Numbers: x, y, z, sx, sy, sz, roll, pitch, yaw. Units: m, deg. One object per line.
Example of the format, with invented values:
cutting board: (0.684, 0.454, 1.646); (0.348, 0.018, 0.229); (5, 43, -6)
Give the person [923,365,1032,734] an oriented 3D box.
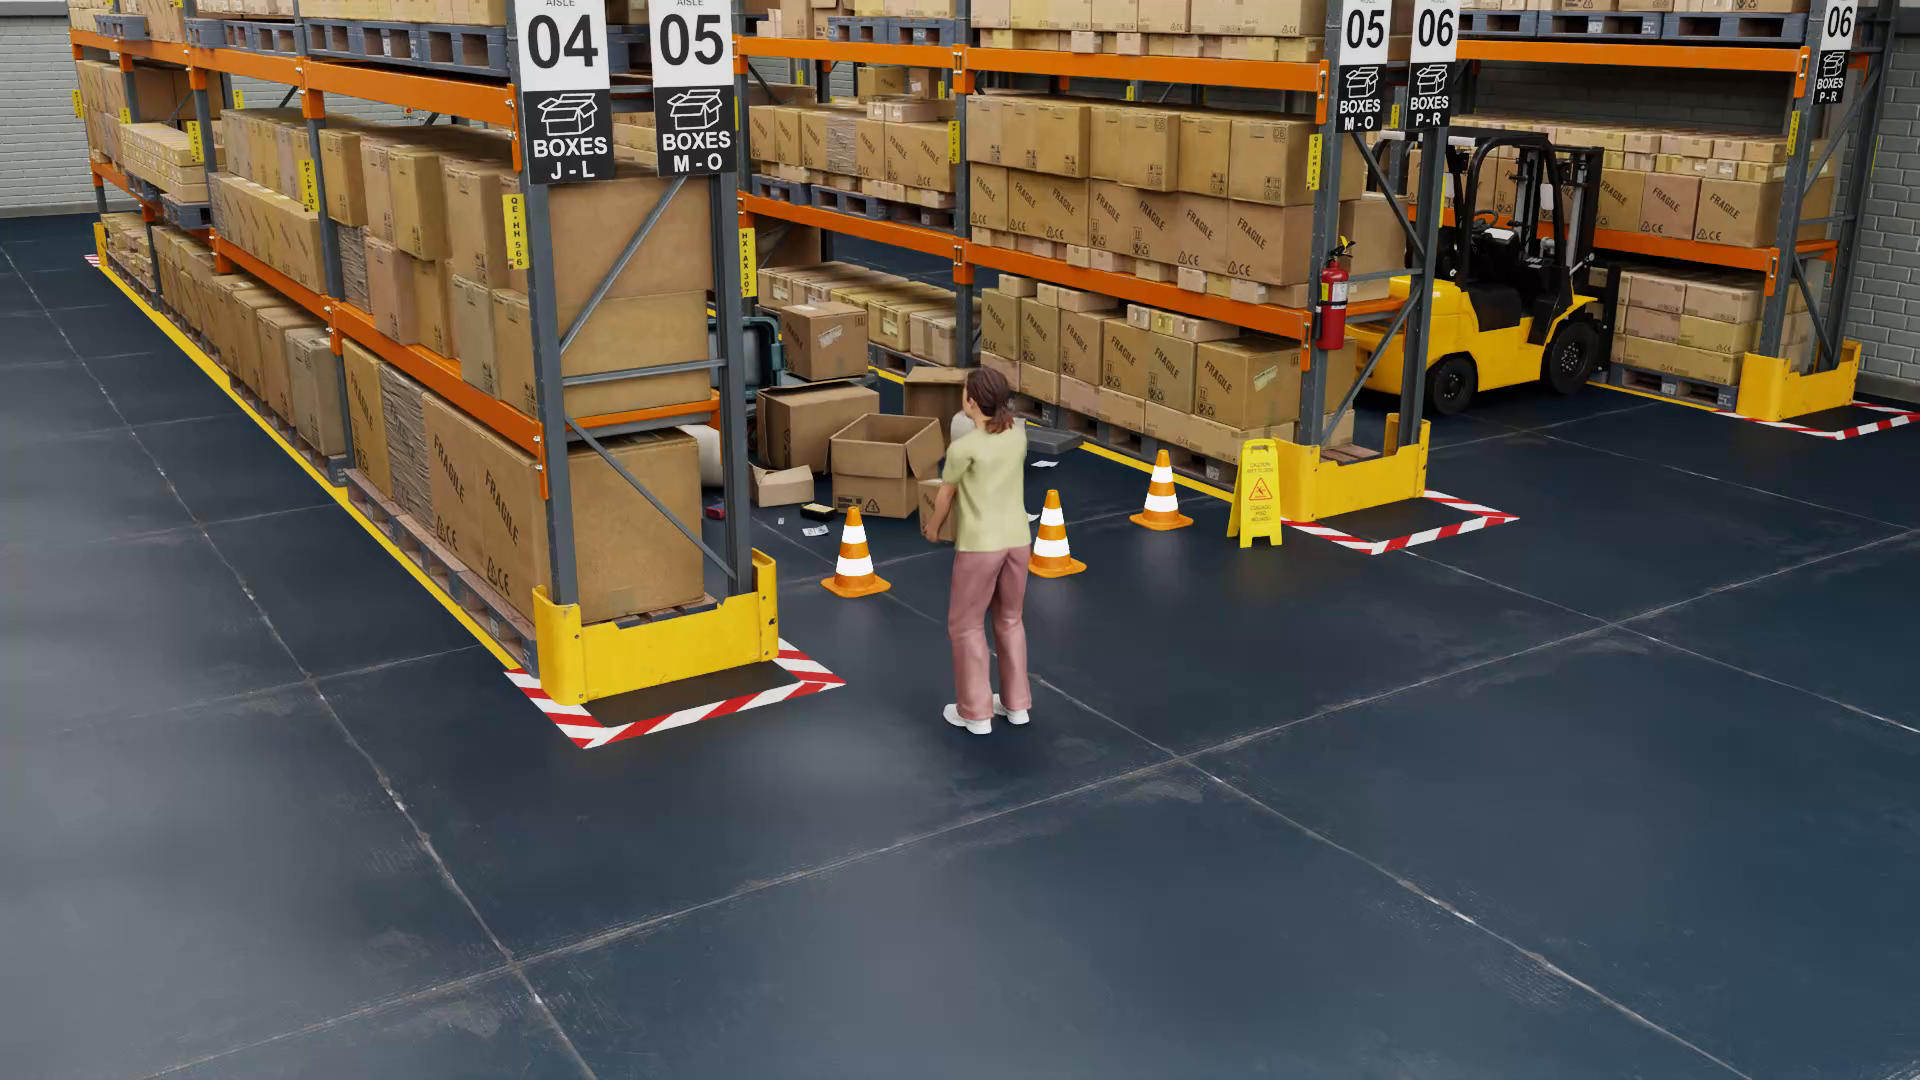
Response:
person: (0.078, 0.027, 7.498); (0.408, 1.667, 0.501); (-12, 22, -32)
